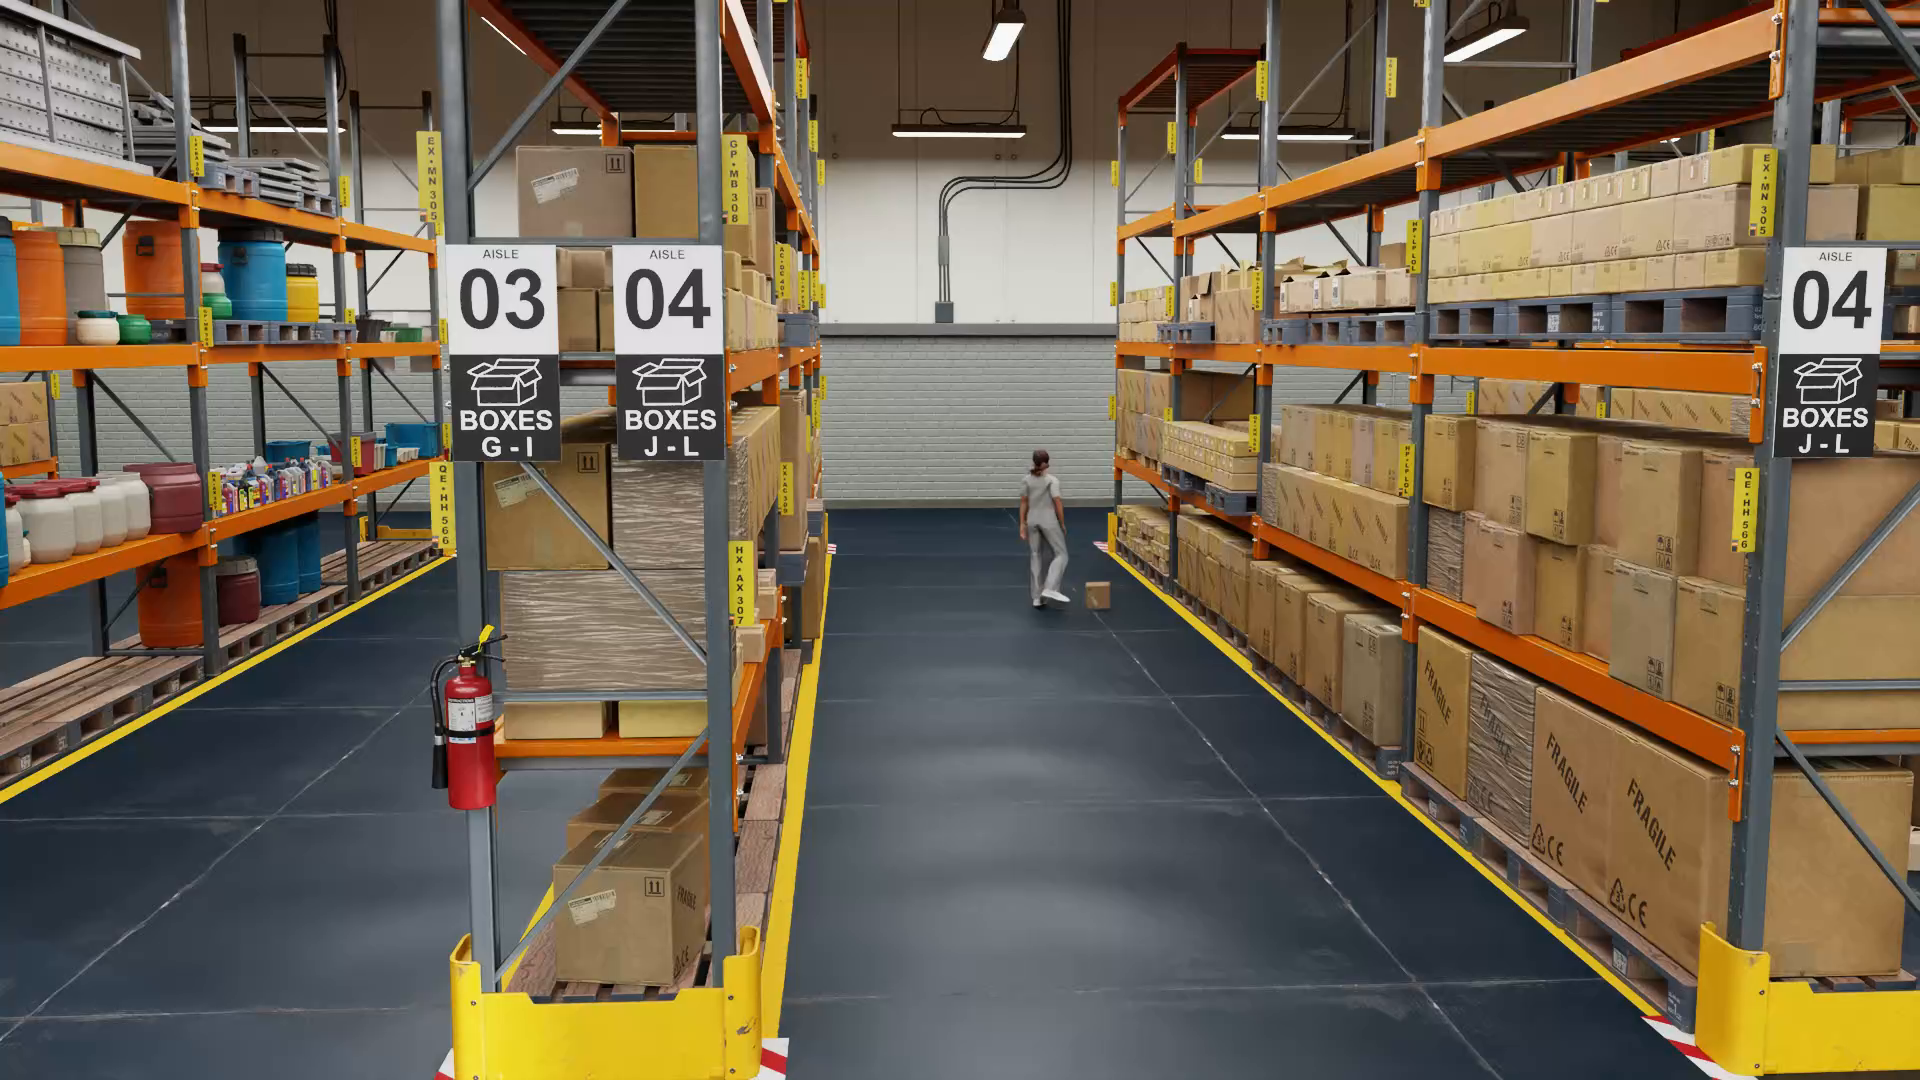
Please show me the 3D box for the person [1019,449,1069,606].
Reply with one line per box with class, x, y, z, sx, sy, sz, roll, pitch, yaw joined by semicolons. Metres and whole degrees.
person;0.911;-0.131;17.690;0.631;1.667;0.440;3;8;26
